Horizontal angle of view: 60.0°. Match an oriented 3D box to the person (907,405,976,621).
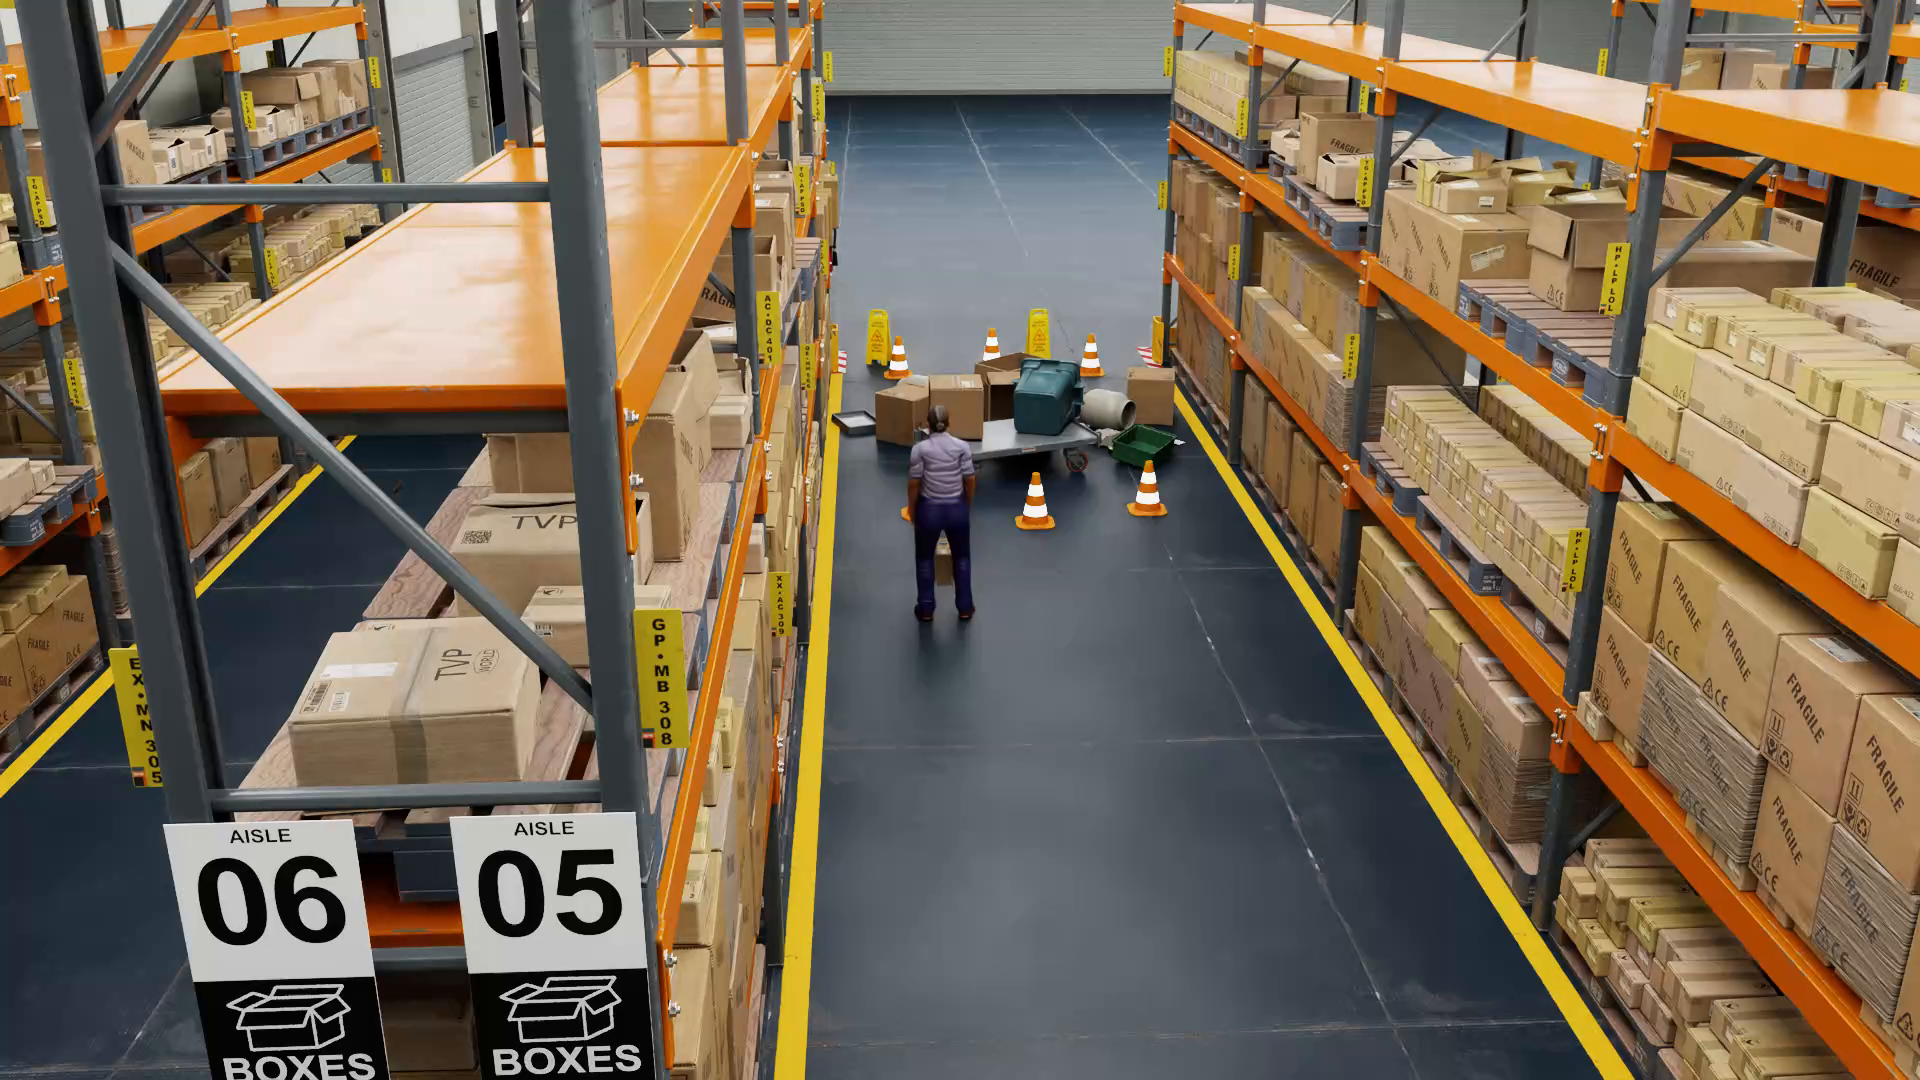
[{"bbox_3d":[-0.131,-0.194,12.423,0.532,1.654,0.368,-3,21,-7],"label":"person"}]
